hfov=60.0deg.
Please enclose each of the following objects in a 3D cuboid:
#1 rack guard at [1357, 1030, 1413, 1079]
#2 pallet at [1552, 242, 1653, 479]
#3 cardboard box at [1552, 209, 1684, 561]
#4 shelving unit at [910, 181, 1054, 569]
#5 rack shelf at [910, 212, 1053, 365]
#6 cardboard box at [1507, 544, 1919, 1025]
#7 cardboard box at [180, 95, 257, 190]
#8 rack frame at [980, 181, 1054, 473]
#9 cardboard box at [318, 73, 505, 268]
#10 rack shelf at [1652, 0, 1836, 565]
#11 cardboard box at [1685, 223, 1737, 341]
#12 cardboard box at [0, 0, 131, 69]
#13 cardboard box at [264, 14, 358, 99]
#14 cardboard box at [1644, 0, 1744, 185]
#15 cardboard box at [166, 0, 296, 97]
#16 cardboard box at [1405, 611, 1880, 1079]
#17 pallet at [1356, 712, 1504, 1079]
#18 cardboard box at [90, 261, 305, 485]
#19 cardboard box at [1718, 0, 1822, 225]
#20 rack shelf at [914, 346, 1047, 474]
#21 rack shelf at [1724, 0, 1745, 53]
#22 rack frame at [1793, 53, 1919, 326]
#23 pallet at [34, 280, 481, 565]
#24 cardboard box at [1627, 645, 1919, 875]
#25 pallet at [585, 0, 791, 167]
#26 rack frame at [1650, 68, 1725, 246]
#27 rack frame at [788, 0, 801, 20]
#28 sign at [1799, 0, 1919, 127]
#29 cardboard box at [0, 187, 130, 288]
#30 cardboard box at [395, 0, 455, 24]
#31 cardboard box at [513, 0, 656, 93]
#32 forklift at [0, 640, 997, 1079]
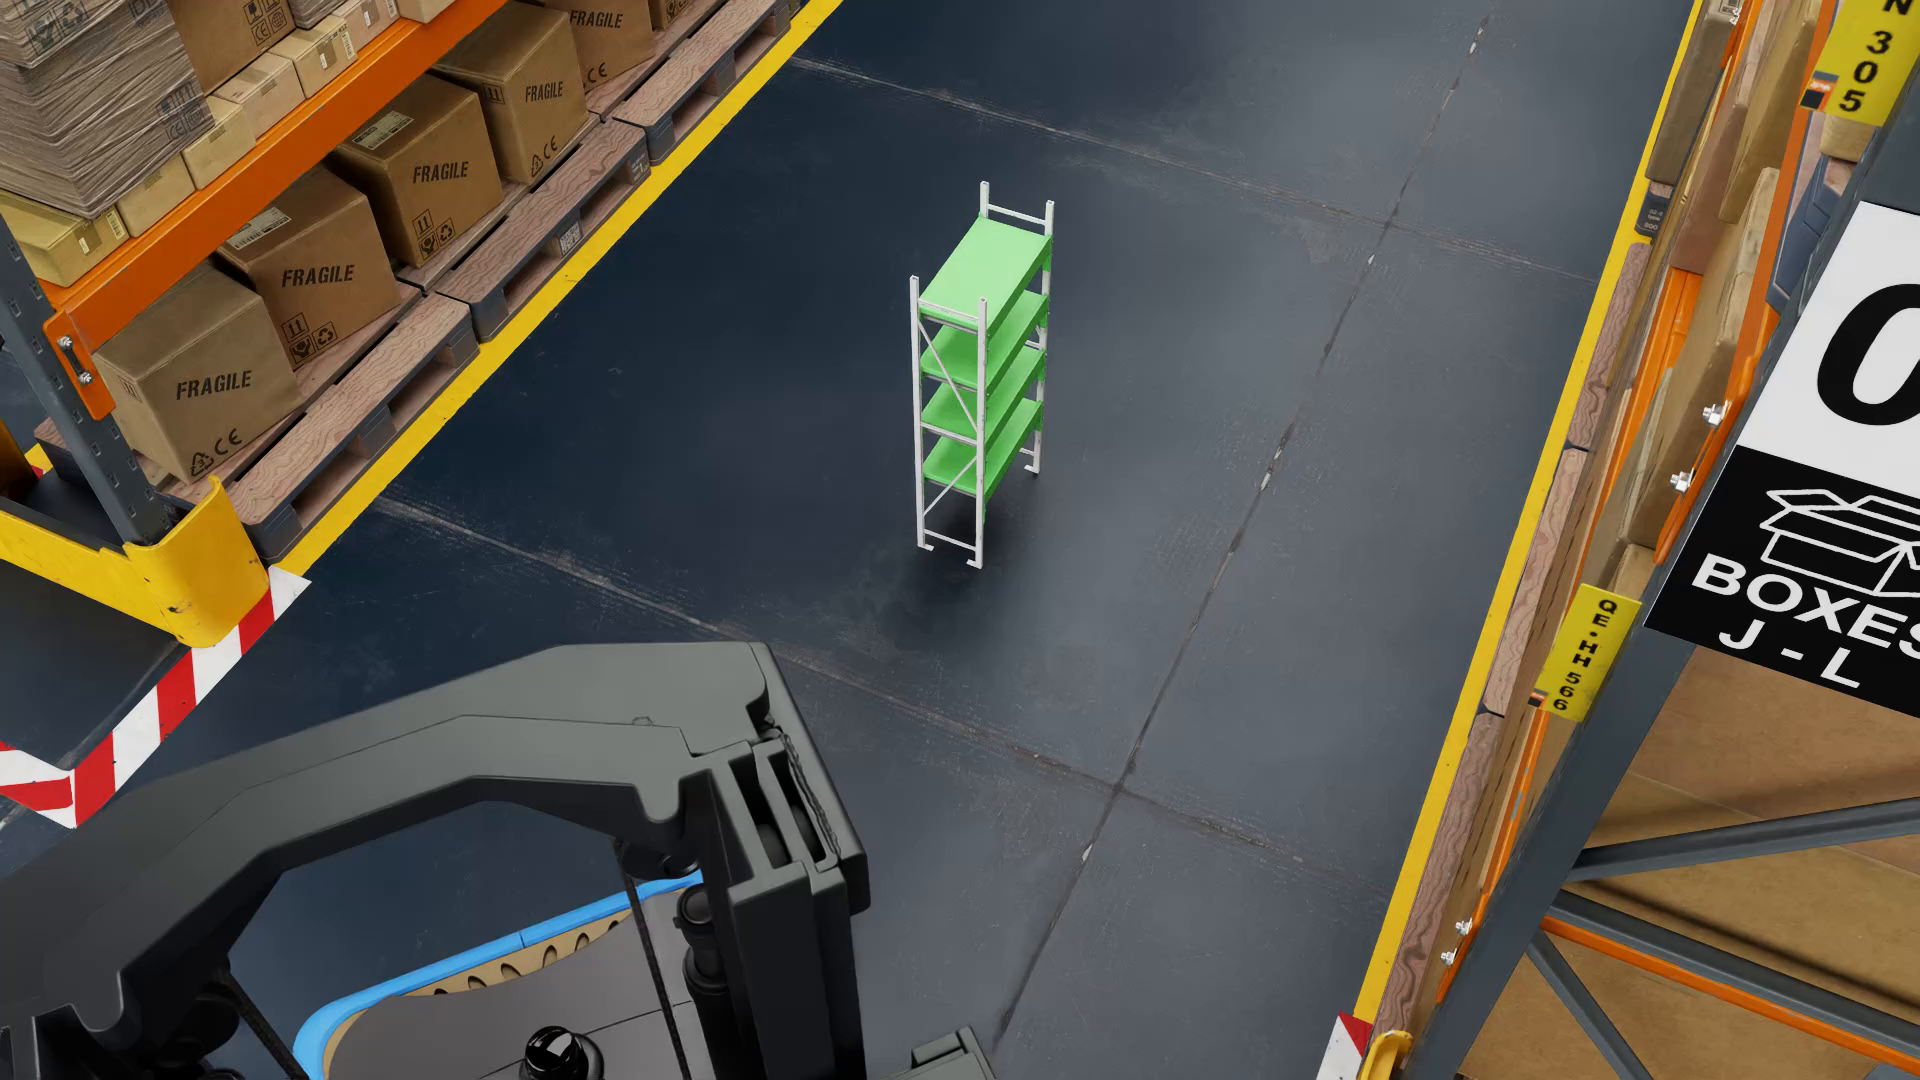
[{"bbox_3d":[1.488,1.654,4.014,1.175,0.500,0.348,20,52,16],"label":"rack guard"},{"bbox_3d":[2.812,-0.525,6.058,1.003,0.211,1.213,20,52,16],"label":"pallet"},{"bbox_3d":[2.494,-0.342,5.191,0.875,0.875,0.875,20,53,16],"label":"cardboard box"},{"bbox_3d":[0.071,-0.503,5.390,0.258,1.200,0.503,20,52,16],"label":"shelving unit"},{"bbox_3d":[0.071,-0.772,5.073,0.258,0.148,0.480,20,52,16],"label":"rack shelf"},{"bbox_3d":[1.616,0.509,3.249,0.875,0.550,0.550,20,52,16],"label":"cardboard box"},{"bbox_3d":[-2.361,-1.226,4.989,0.380,0.149,0.250,20,52,16],"label":"cardboard box"},{"bbox_3d":[0.175,-0.671,5.533,0.240,1.200,0.015,20,52,16],"label":"rack frame"},{"bbox_3d":[-2.152,-1.454,6.383,0.500,0.500,0.500,24,54,19],"label":"cardboard box"},{"bbox_3d":[2.353,-1.288,3.380,1.077,0.370,4.000,20,52,16],"label":"rack shelf"},{"bbox_3d":[2.373,-0.600,4.193,0.875,0.550,0.500,20,52,16],"label":"cardboard box"},{"bbox_3d":[-2.461,-1.598,4.223,0.500,0.500,0.500,20,52,16],"label":"cardboard box"},{"bbox_3d":[-2.160,-1.575,5.285,0.380,0.149,0.250,20,52,16],"label":"cardboard box"},{"bbox_3d":[3.391,-1.790,6.505,1.050,0.750,0.750,20,52,16],"label":"cardboard box"},{"bbox_3d":[-2.578,-1.738,4.998,0.875,0.500,0.500,20,52,16],"label":"cardboard box"},{"bbox_3d":[1.729,0.892,4.141,0.875,0.875,0.875,20,53,16],"label":"cardboard box"},{"bbox_3d":[1.769,1.155,4.628,1.003,0.211,1.213,20,52,16],"label":"pallet"},{"bbox_3d":[-2.661,-0.606,5.662,0.500,0.500,0.500,29,55,22],"label":"cardboard box"},{"bbox_3d":[2.315,-0.971,3.799,0.875,0.550,0.500,20,52,16],"label":"cardboard box"},{"bbox_3d":[0.071,-0.461,5.439,0.258,0.148,0.480,20,52,16],"label":"rack shelf"},{"bbox_3d":[4.062,-3.071,6.866,1.077,0.370,4.000,20,52,16],"label":"rack shelf"},{"bbox_3d":[1.499,-1.116,0.791,1.000,3.000,0.127,20,52,16],"label":"rack frame"},{"bbox_3d":[-2.531,-0.552,6.081,1.003,0.211,1.213,20,52,16],"label":"pallet"},{"bbox_3d":[1.692,0.186,2.814,0.875,0.550,0.550,20,52,16],"label":"cardboard box"},{"bbox_3d":[-1.489,-2.232,7.511,1.003,0.211,1.213,20,52,16],"label":"pallet"},{"bbox_3d":[3.207,-1.927,5.420,1.000,3.000,0.127,20,52,16],"label":"rack frame"},{"bbox_3d":[-1.234,-3.610,6.852,1.000,3.000,0.127,20,52,16],"label":"rack frame"},{"bbox_3d":[1.014,-0.592,1.785,0.100,0.325,0.005,20,52,16],"label":"sign"},{"bbox_3d":[-2.605,-0.893,4.705,0.380,0.149,0.250,20,52,16],"label":"cardboard box"},{"bbox_3d":[-1.877,-1.894,5.557,0.380,0.149,0.250,20,52,16],"label":"cardboard box"},{"bbox_3d":[-1.679,-2.277,7.083,0.500,0.500,0.500,36,58,27],"label":"cardboard box"},{"bbox_3d":[-0.354,1.626,2.442,1.130,2.935,3.031,-19,52,-15],"label":"forklift"}]
